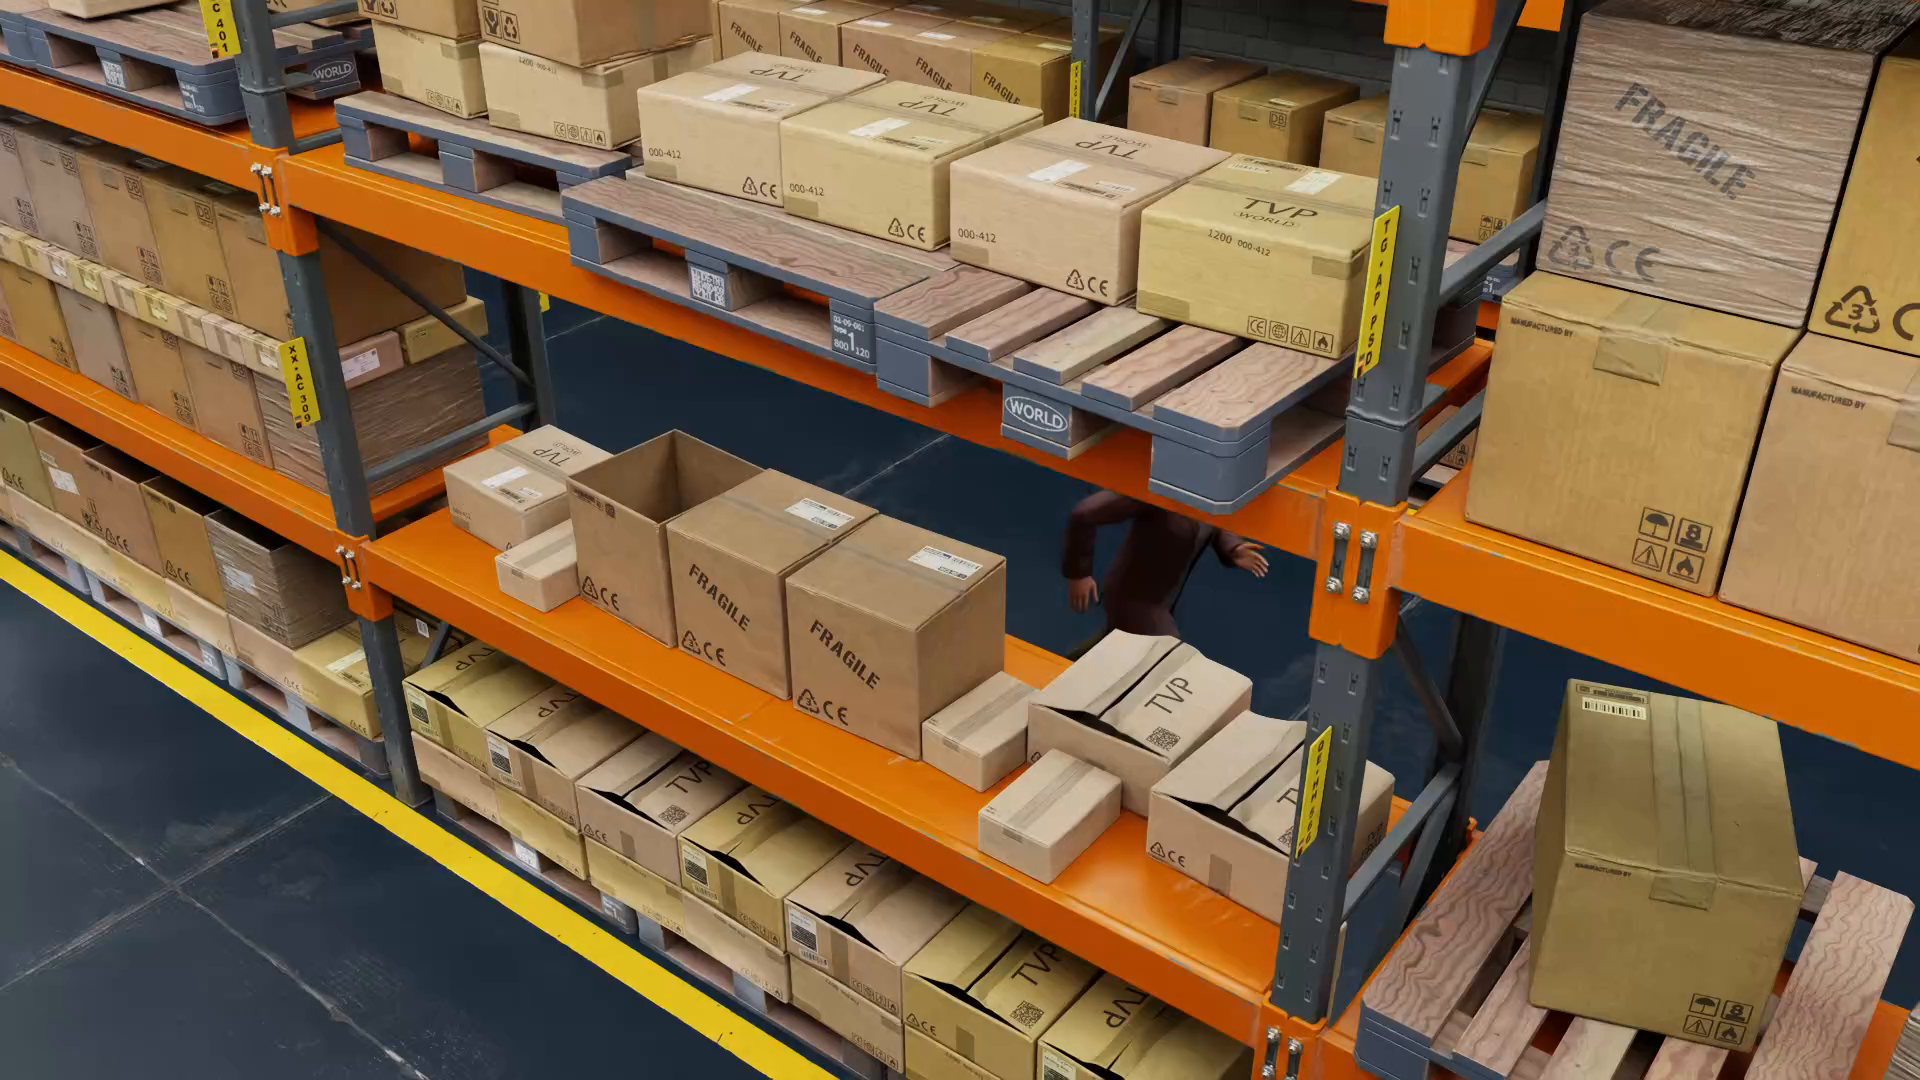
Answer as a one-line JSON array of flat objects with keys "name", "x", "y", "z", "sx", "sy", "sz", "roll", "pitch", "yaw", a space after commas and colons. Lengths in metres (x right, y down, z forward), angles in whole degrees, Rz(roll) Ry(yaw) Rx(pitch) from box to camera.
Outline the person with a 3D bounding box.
[{"name": "person", "x": 0.734, "y": 0.232, "z": 6.824, "sx": 1.044, "sy": 1.722, "sz": 0.692, "roll": 18, "pitch": 35, "yaw": 27}]
